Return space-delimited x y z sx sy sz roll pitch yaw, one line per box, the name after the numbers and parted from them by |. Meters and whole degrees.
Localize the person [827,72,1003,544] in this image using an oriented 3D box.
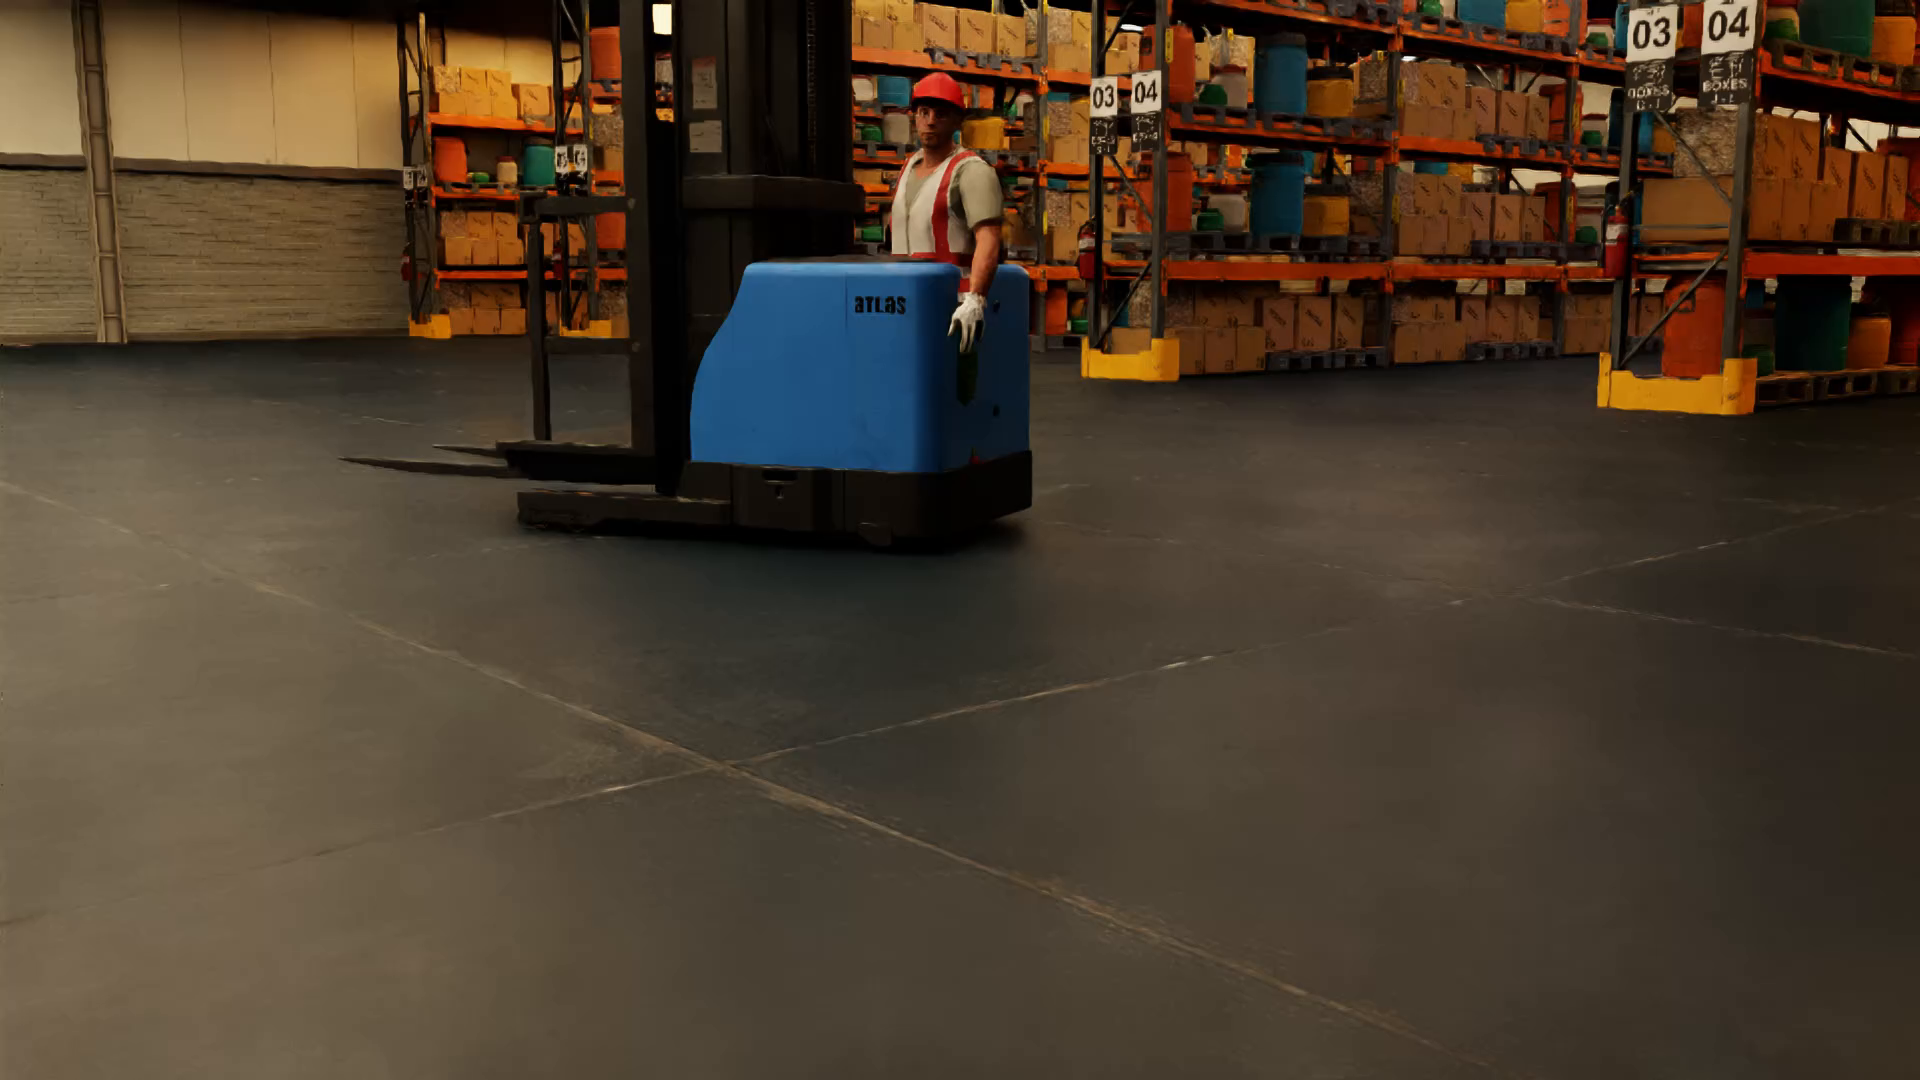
-0.159 -0.851 6.273 0.713 1.783 0.564 9 12 44 | person

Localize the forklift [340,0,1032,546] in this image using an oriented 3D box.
-1.262 -1.549 6.965 3.031 2.935 1.130 4 10 23 | forklift
